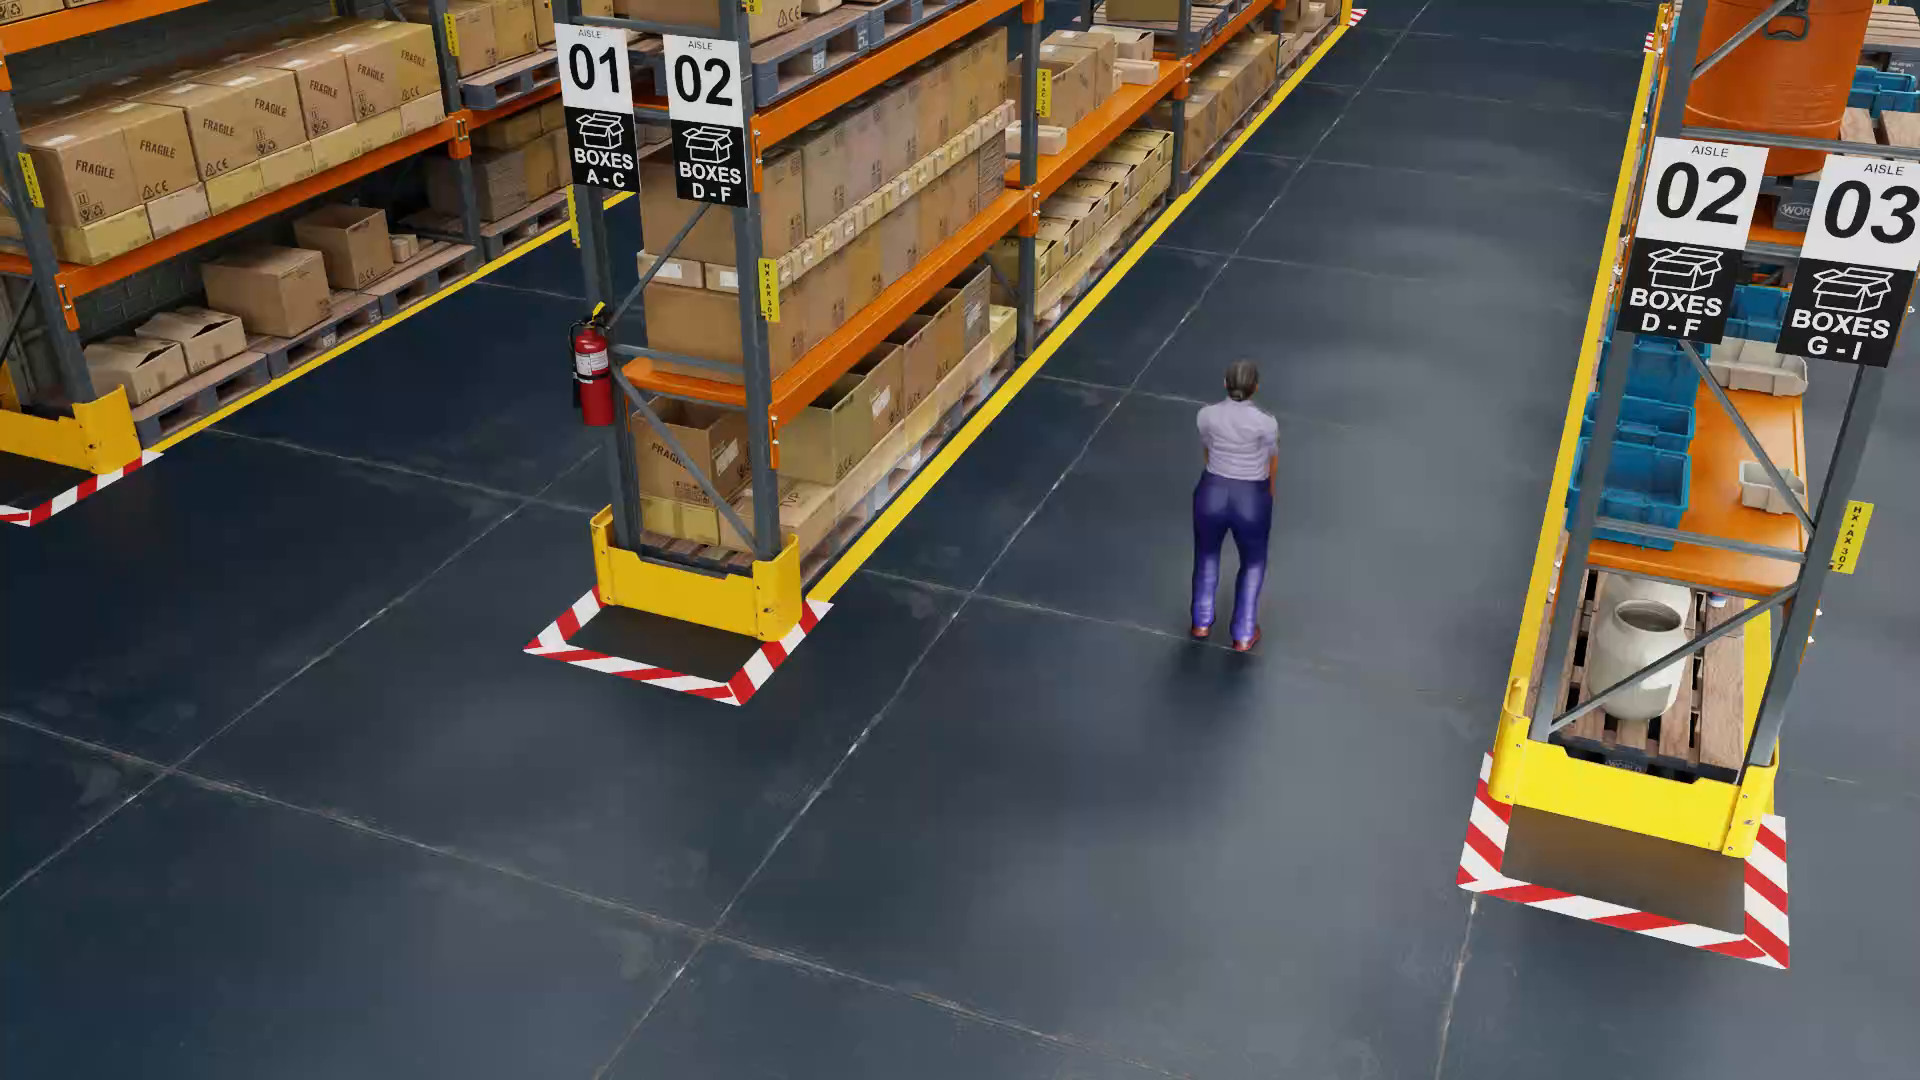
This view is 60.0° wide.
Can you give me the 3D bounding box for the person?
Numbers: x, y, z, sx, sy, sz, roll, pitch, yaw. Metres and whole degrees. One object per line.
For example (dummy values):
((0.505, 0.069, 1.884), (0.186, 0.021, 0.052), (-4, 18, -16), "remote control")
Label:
((1.451, -0.217, 8.798), (0.435, 1.643, 0.534), (11, 32, 18), "person")
